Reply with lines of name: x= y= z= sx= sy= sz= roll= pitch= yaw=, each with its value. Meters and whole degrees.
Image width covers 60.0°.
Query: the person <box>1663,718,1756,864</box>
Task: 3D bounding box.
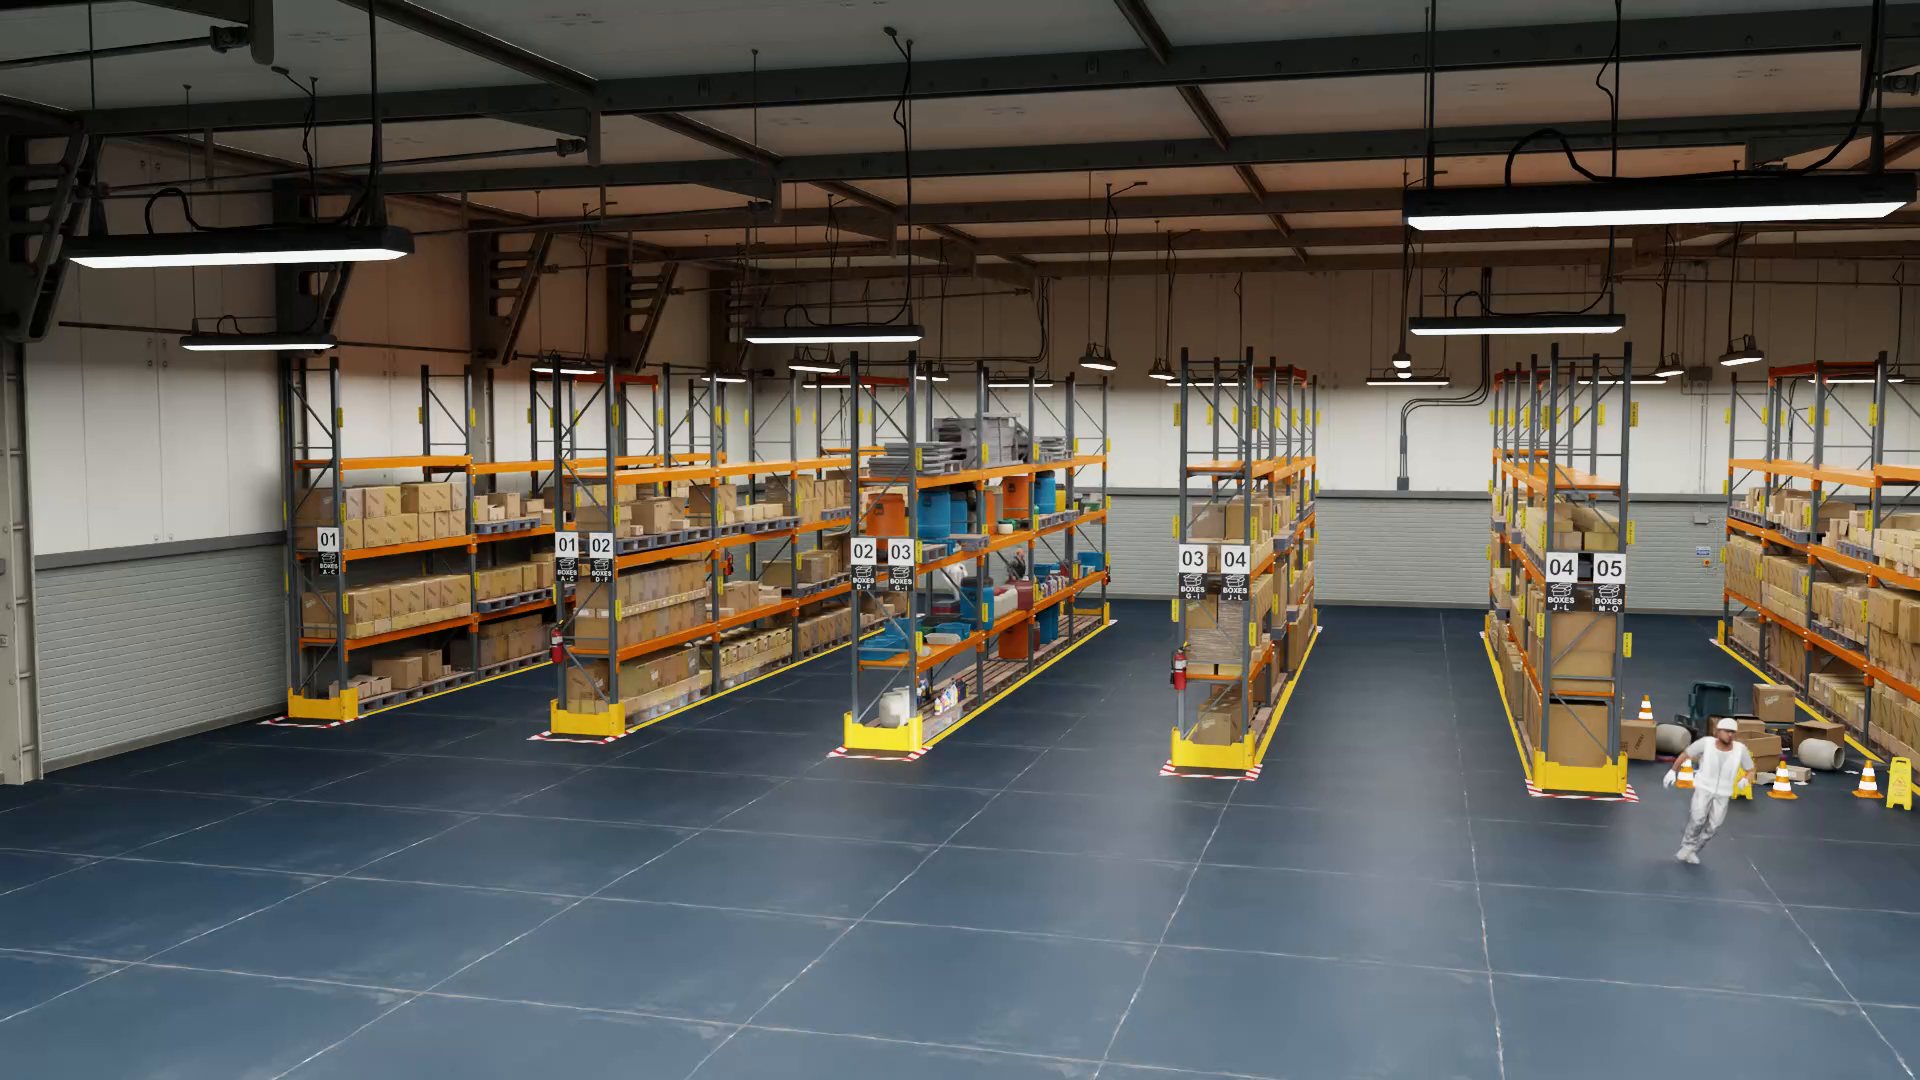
person: x=8.402 y=2.808 z=18.547 sx=0.878 sy=1.672 sz=0.703 roll=0 pitch=4 yaw=6

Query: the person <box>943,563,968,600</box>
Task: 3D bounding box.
person: x=-0.093 y=1.141 z=41.512 sx=0.610 sy=1.659 sz=0.785 roll=-1 pitch=4 yaw=-14

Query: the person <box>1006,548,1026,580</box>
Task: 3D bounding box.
person: x=1.466 y=1.041 z=42.747 sx=0.481 sy=1.651 sz=0.744 roll=2 pitch=5 yaw=30
